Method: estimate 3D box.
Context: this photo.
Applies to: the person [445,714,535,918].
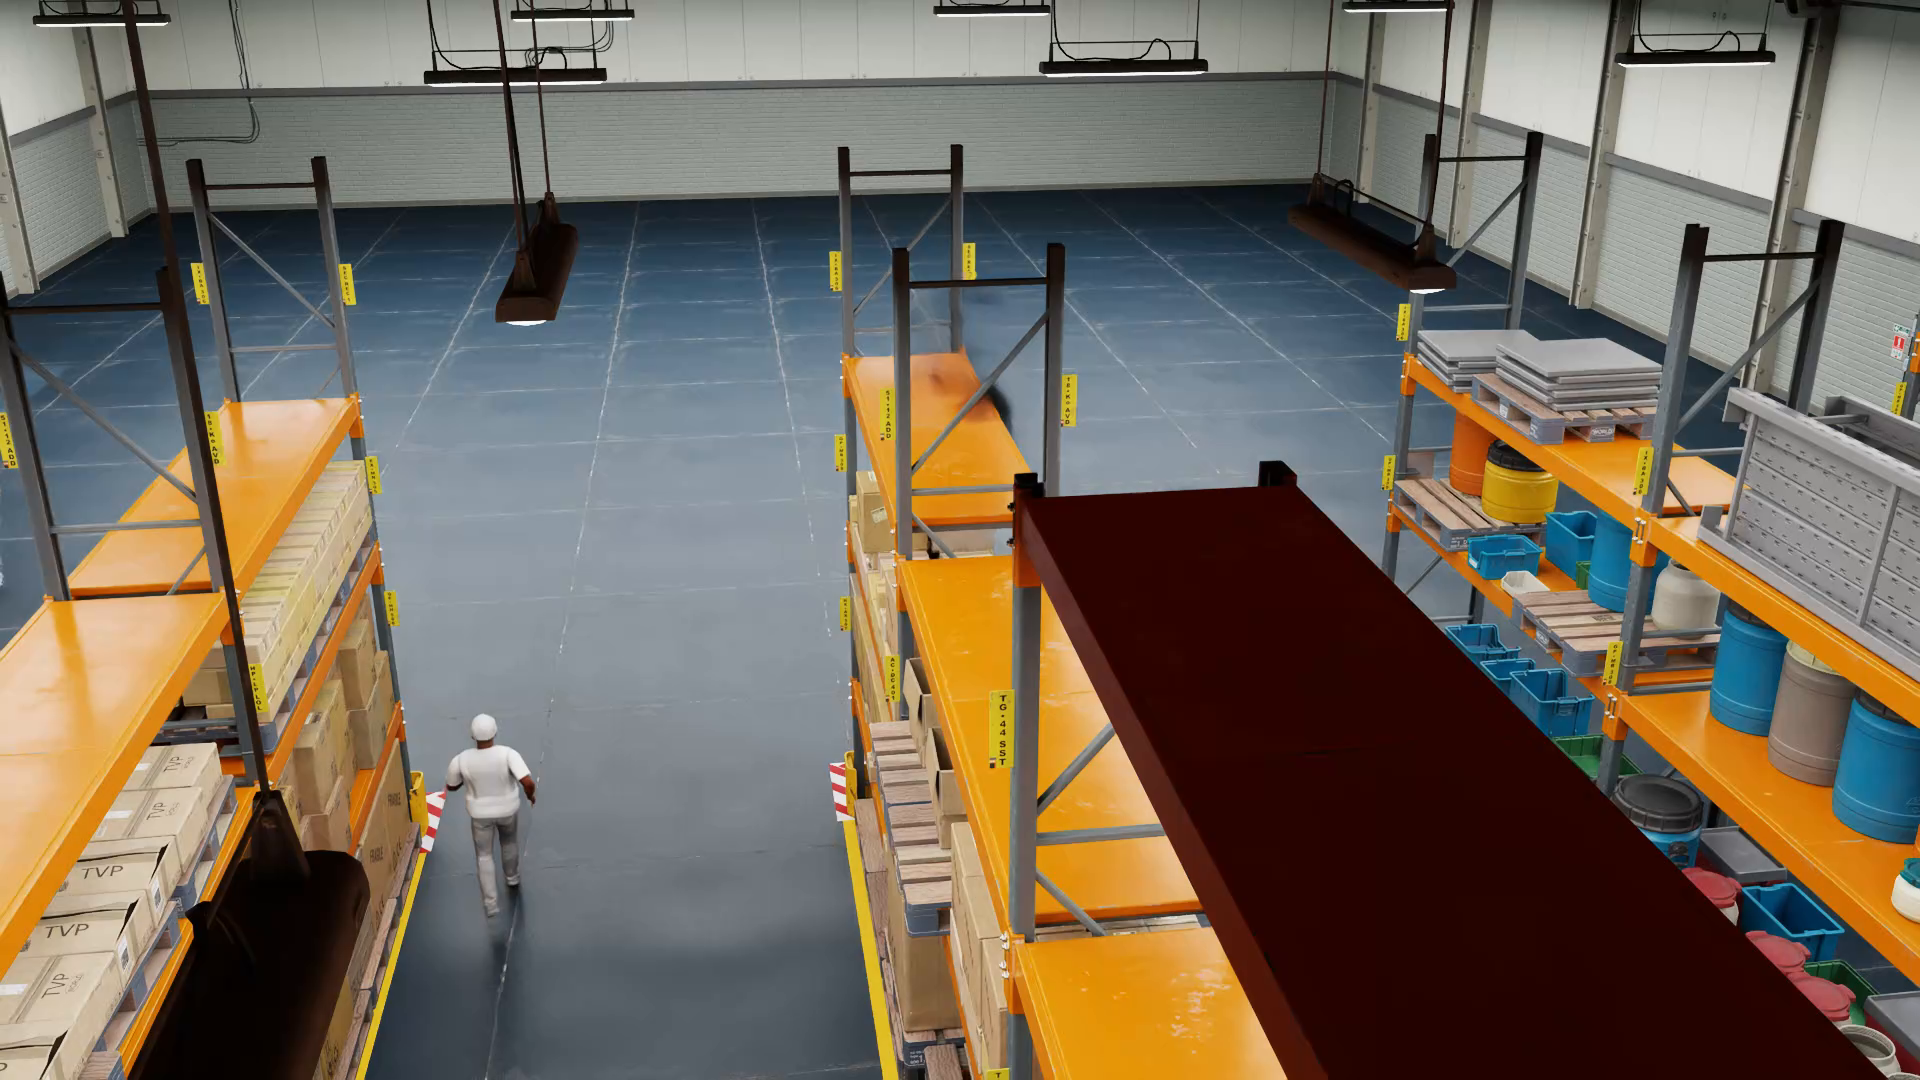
[{"bbox_3d":[-3.814,2.207,13.594,0.700,1.754,0.989,-6,22,-14],"label":"person"}]
